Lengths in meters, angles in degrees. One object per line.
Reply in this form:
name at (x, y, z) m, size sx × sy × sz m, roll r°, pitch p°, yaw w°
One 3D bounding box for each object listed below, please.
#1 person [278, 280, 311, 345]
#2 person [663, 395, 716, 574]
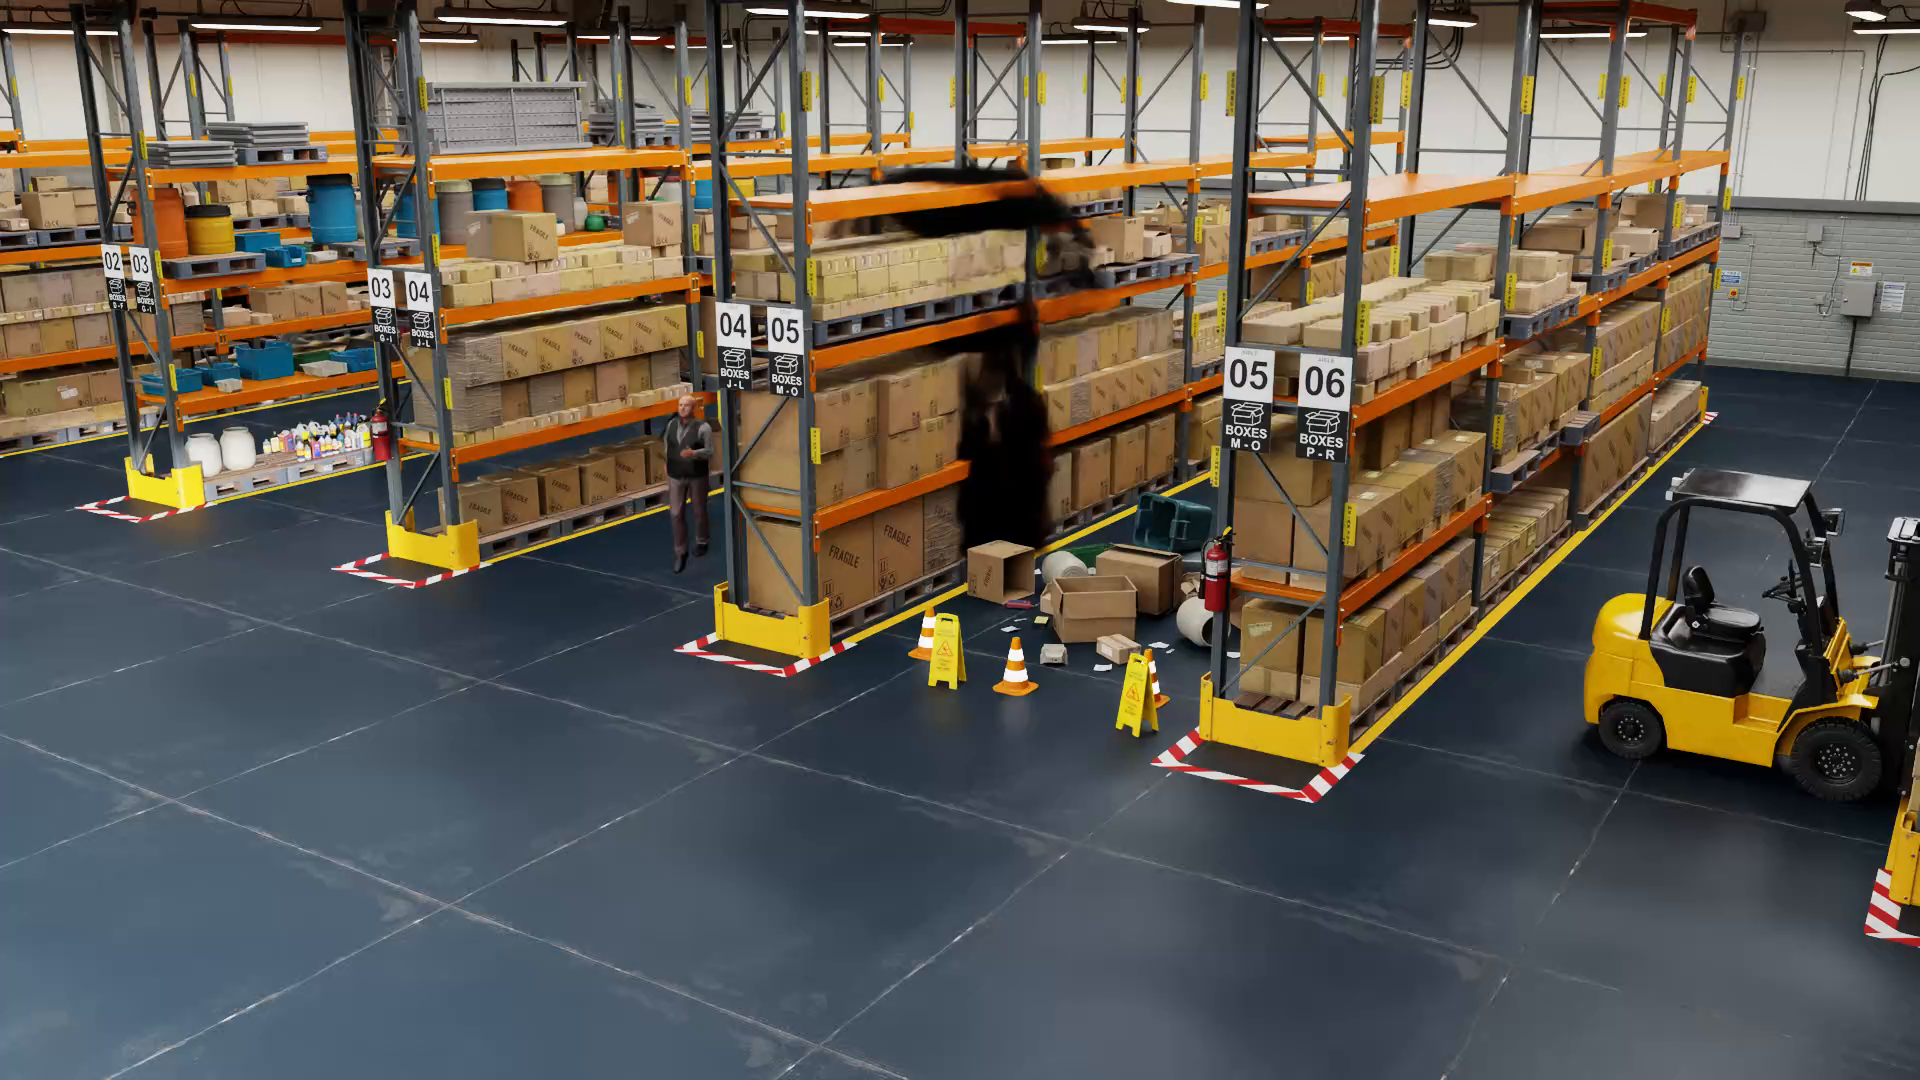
person at (-12.329, -4.054, 30.732) m, size 0.573 × 1.670 × 0.828 m, roll 10°, pitch 18°, yaw 31°
person at (-2.806, -0.571, 17.096) m, size 0.637 × 1.830 × 0.695 m, roll 2°, pitch 16°, yaw 9°
